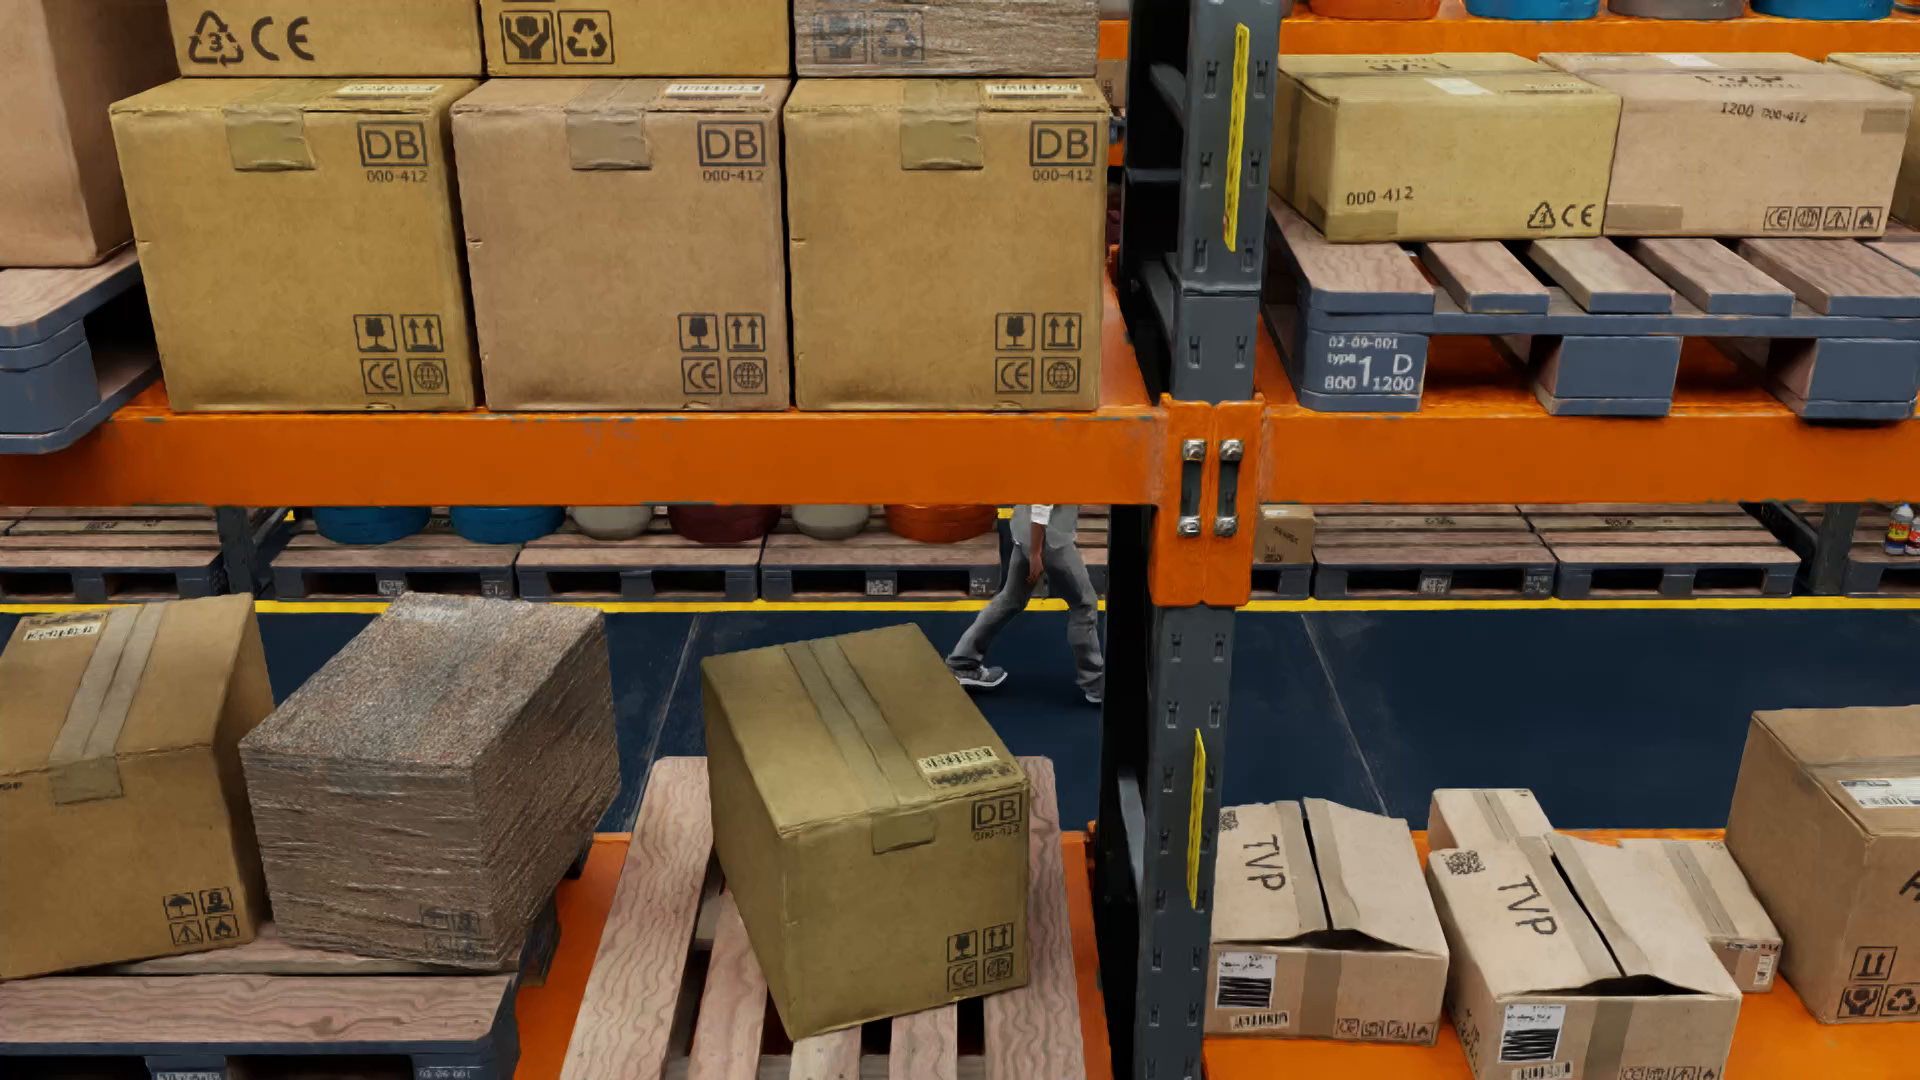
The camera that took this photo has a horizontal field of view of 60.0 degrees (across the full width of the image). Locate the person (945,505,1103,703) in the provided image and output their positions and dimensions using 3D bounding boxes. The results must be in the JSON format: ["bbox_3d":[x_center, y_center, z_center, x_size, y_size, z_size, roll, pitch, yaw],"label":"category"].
[{"bbox_3d":[0.375,0.017,7.202,0.887,1.439,0.434,-2,25,-5],"label":"person"}]
